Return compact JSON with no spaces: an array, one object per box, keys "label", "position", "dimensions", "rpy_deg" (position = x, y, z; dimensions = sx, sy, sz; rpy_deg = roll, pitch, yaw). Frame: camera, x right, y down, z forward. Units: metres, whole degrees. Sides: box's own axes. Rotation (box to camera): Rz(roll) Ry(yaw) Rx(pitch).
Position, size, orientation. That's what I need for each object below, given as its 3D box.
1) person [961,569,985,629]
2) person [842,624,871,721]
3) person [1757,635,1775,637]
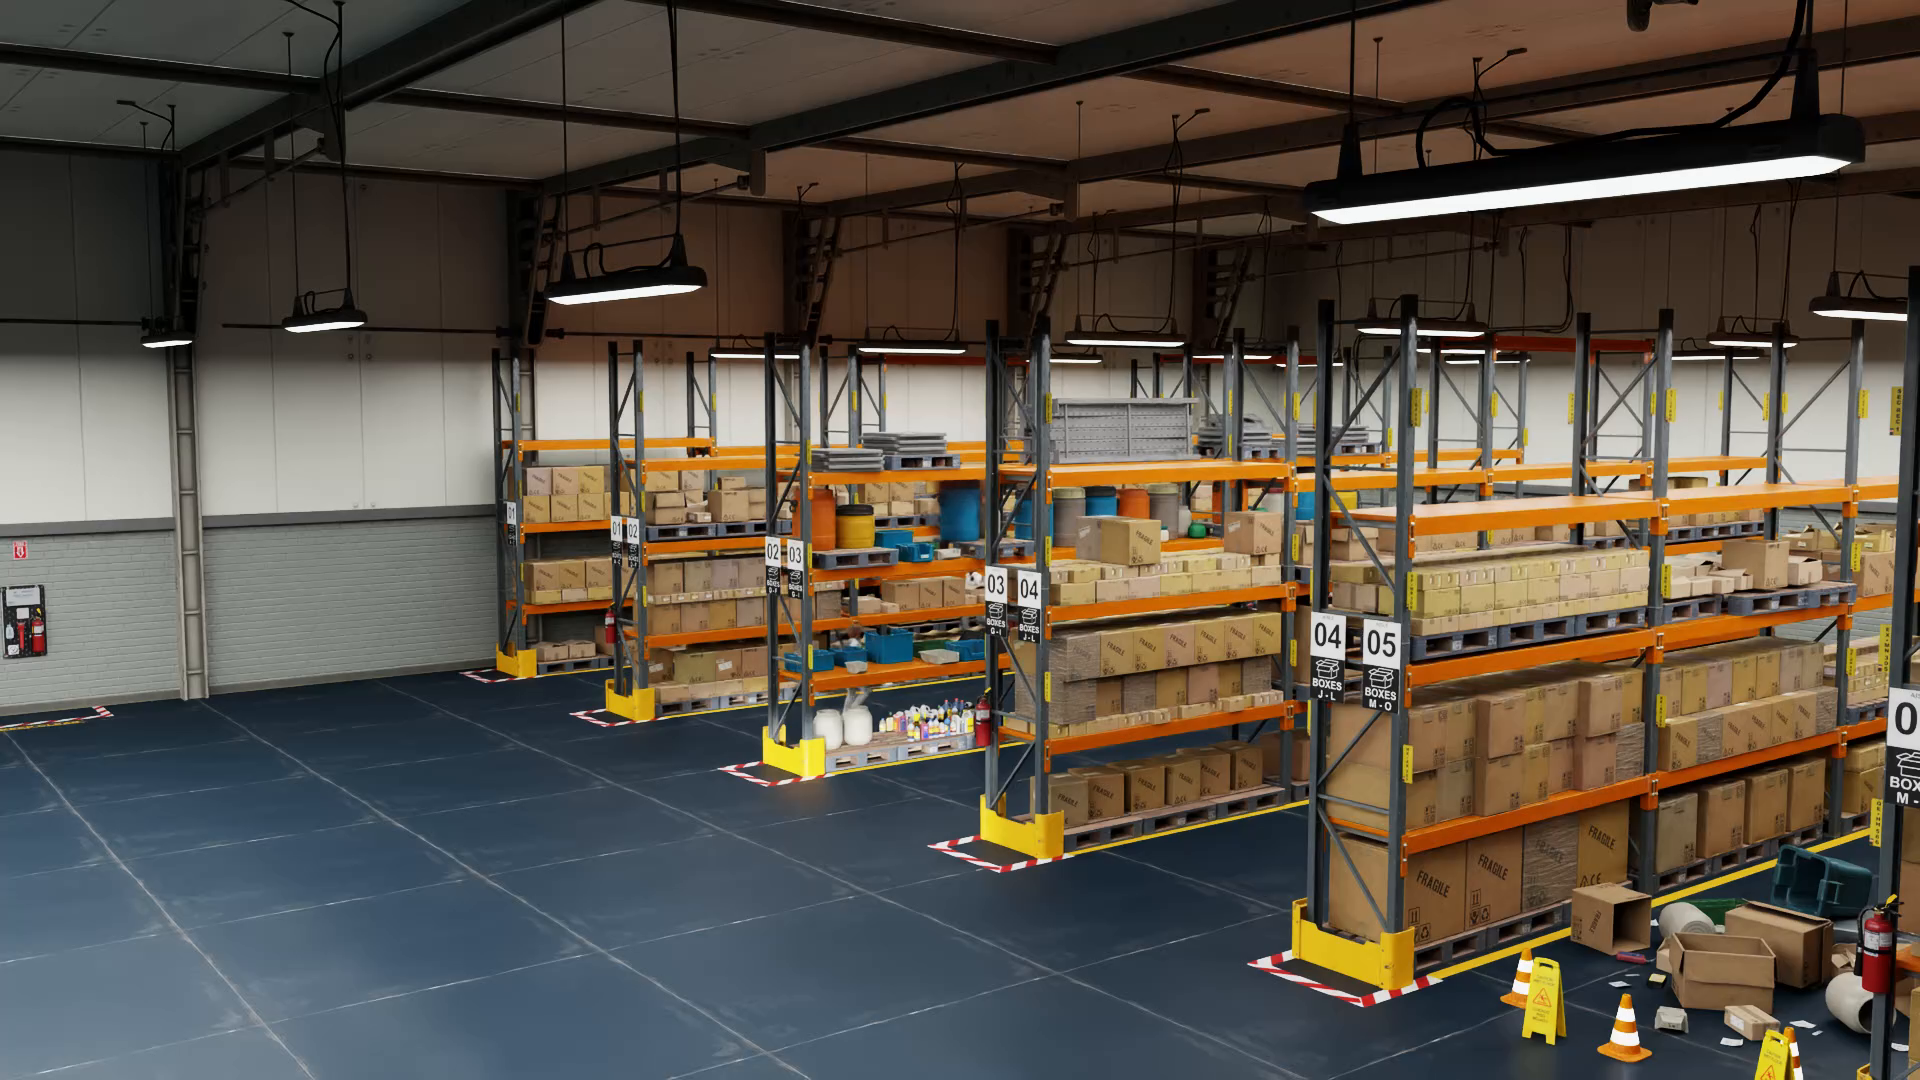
[{"label":"person","position":[0.348,1.250,35.223],"dimensions":[0.857,1.617,0.485],"rpy_deg":[-4,6,-39]},{"label":"person","position":[-1.650,2.092,25.873],"dimensions":[0.442,1.584,0.455],"rpy_deg":[-3,6,-29]},{"label":"person","position":[14.422,1.625,30.339],"dimensions":[1.054,1.702,0.609],"rpy_deg":[-2,5,-17]}]
